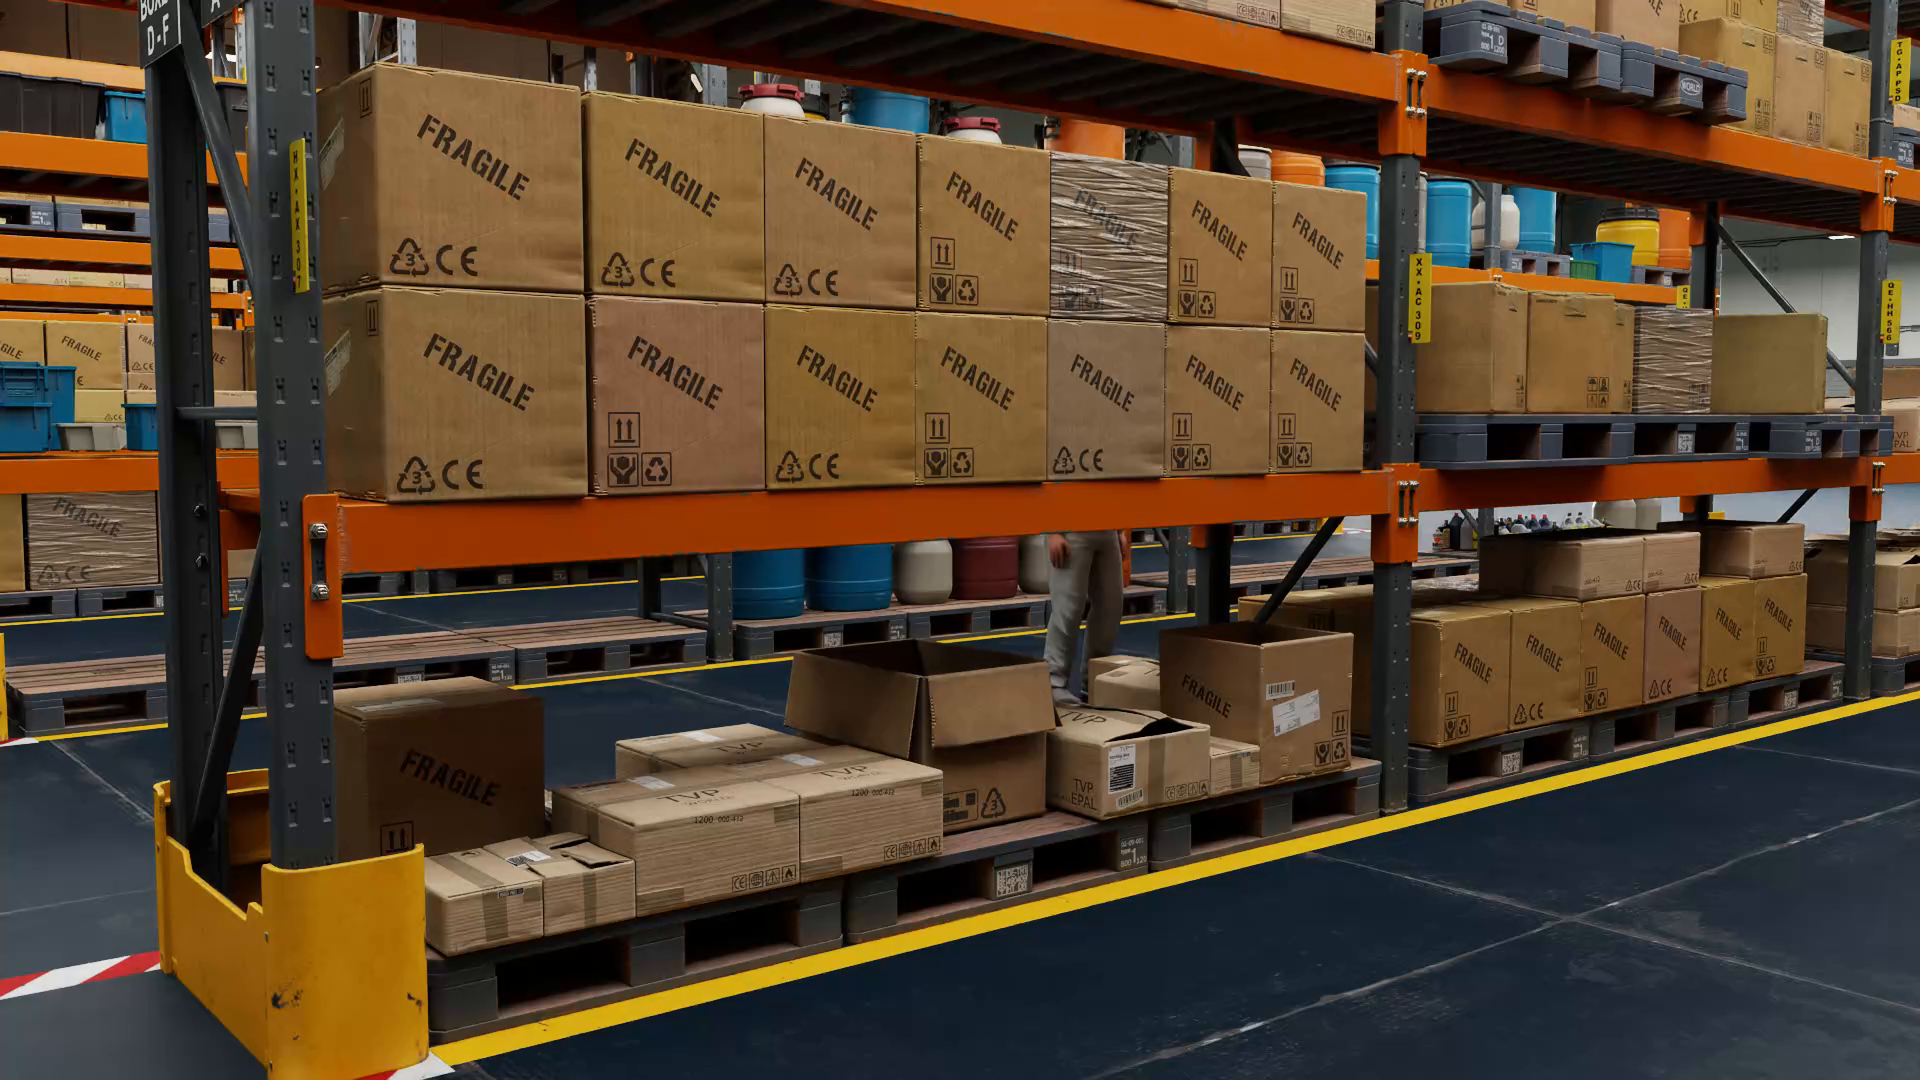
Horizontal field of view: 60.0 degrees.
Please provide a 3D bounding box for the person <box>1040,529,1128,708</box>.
[{"bbox_3d":[0.651,-0.022,8.737,0.588,1.746,0.436,-4,6,-41],"label":"person"}]
